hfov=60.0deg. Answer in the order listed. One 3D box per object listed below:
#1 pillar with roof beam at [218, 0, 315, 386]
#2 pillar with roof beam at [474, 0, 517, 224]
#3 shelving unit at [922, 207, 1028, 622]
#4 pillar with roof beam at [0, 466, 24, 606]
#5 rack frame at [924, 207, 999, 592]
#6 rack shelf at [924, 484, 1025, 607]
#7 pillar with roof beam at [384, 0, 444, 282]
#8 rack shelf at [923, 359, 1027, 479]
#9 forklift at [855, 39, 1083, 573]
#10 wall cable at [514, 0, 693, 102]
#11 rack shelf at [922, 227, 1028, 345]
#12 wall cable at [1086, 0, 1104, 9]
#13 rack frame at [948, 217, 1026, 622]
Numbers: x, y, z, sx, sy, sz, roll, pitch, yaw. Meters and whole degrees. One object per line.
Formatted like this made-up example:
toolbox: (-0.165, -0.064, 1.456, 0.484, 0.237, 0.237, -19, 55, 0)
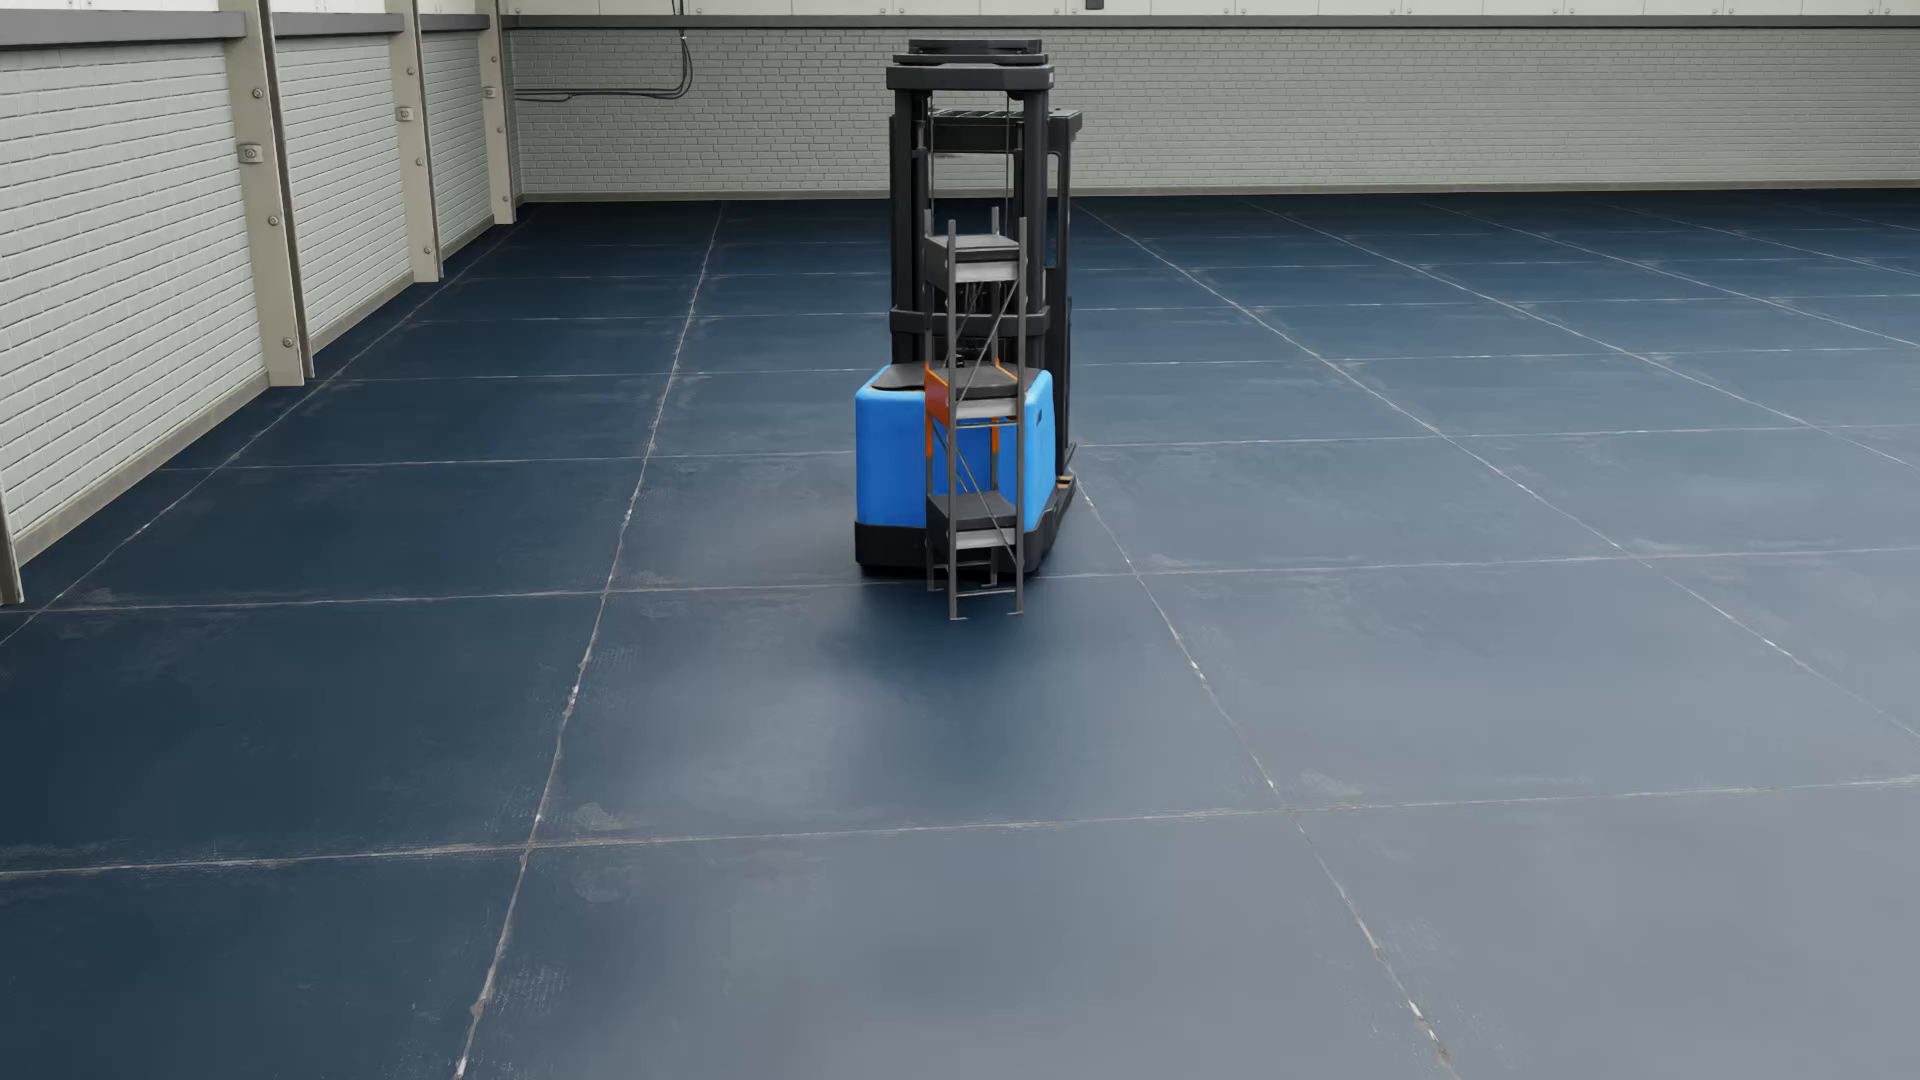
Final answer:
pillar with roof beam: (-1.603, -5.821, 13.696, 9.100, 9.000, 0.400, -2, 18, -6)
pillar with roof beam: (-2.841, -9.396, 25.084, 9.100, 9.000, 0.400, -2, 18, -6)
shelving unit: (0.073, -0.658, 8.765, 0.431, 2.100, 0.503, -5, 18, -14)
pillar with roof beam: (-0.984, -4.034, 8.002, 9.100, 9.000, 0.400, -2, 18, -6)
rack frame: (0.010, -0.728, 8.990, 0.400, 2.100, 0.015, -5, 18, -14)
rack shelf: (0.075, 0.023, 8.979, 0.431, 0.518, 0.480, -5, 18, -14)
pillar with roof beam: (-2.222, -7.609, 19.390, 9.100, 9.000, 0.400, -2, 18, -6)
rack shelf: (0.074, -0.645, 8.769, 0.431, 0.518, 0.480, -5, 18, -14)
forklift: (0.162, -1.611, 10.415, 1.130, 2.935, 3.031, 3, 18, 10)
wall cable: (-6.112, -8.701, 28.051, 3.097, 2.526, 0.112, -2, 18, -6)
rack shelf: (0.072, -1.312, 8.559, 0.431, 0.518, 0.480, -5, 18, -14)
wall cable: (3.333, -12.093, 27.996, 2.305, 6.003, 0.169, -2, 18, -6)
rack frame: (0.137, -0.587, 8.540, 0.400, 2.100, 0.015, -5, 18, -14)
